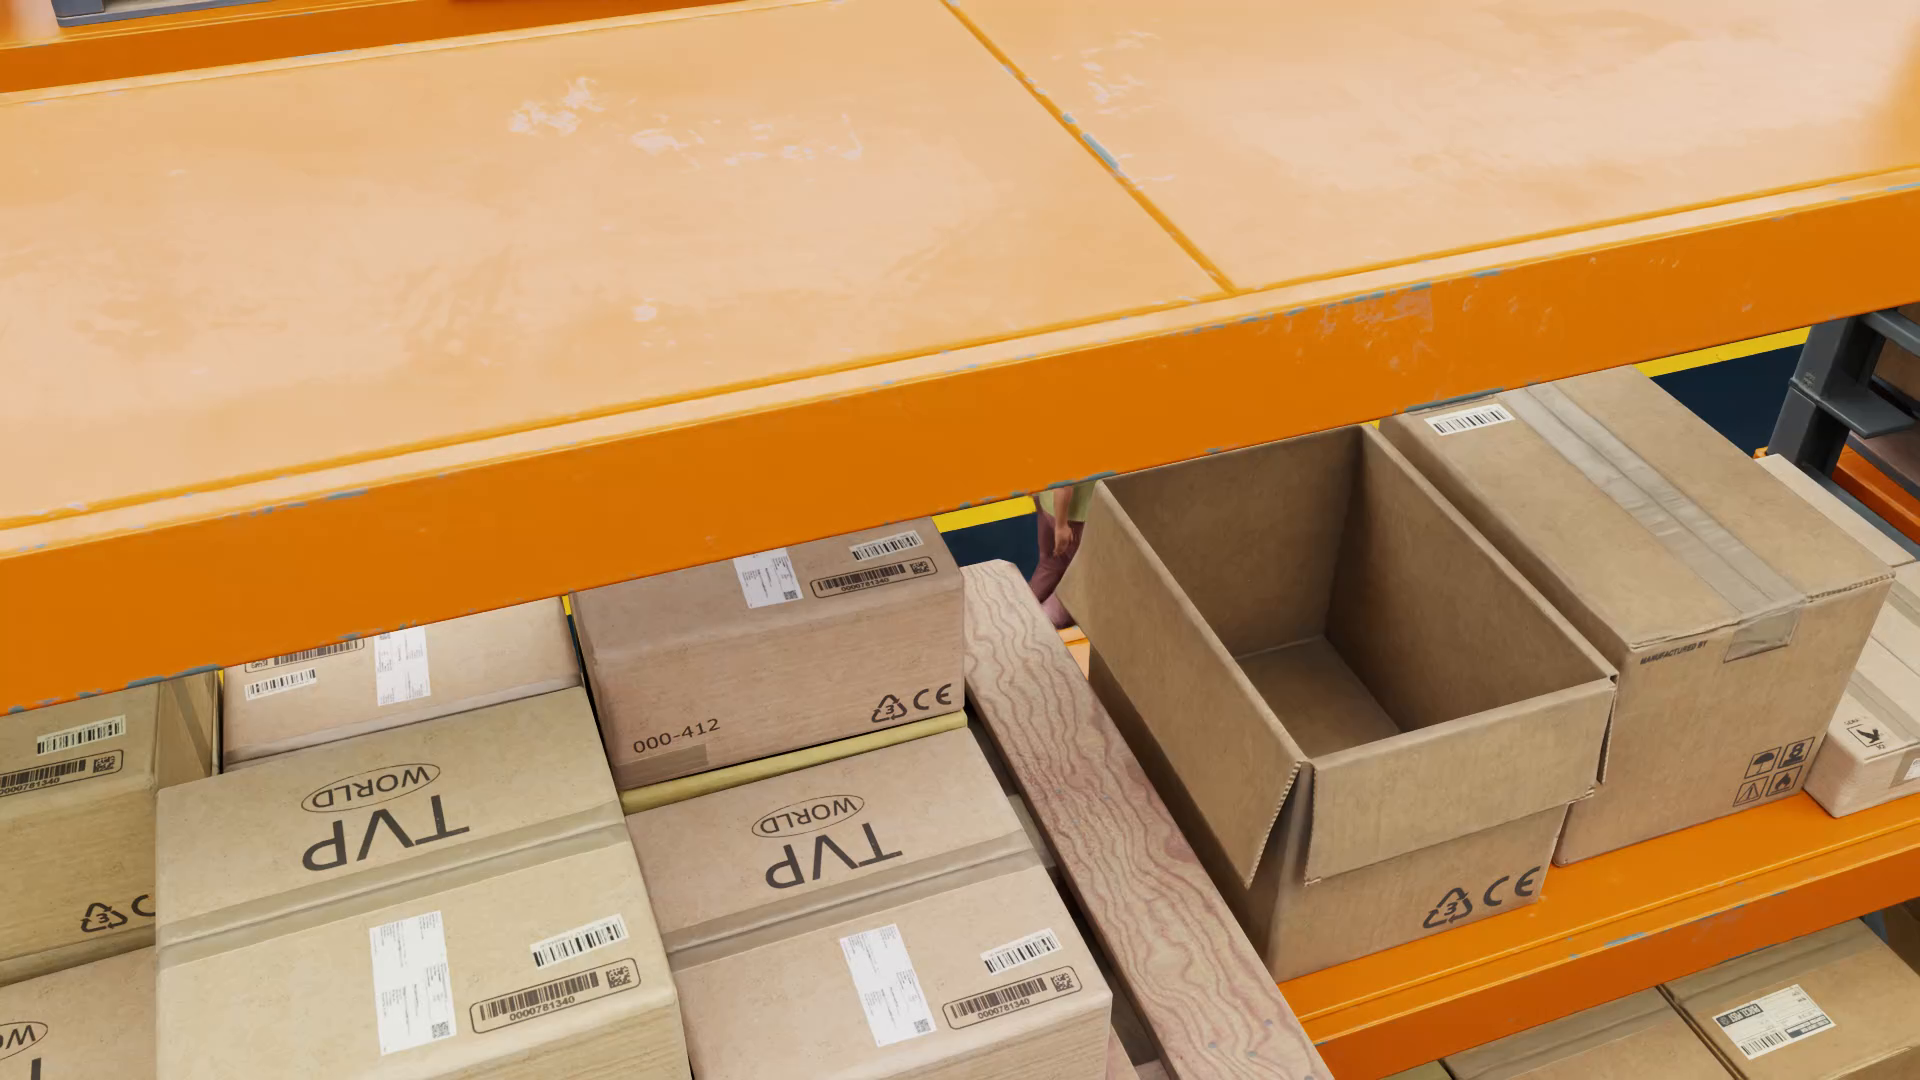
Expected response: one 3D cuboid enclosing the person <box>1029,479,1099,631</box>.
[{"bbox_3d":[0.416,-0.146,6.827,0.473,1.661,0.507,-7,38,-9],"label":"person"}]
